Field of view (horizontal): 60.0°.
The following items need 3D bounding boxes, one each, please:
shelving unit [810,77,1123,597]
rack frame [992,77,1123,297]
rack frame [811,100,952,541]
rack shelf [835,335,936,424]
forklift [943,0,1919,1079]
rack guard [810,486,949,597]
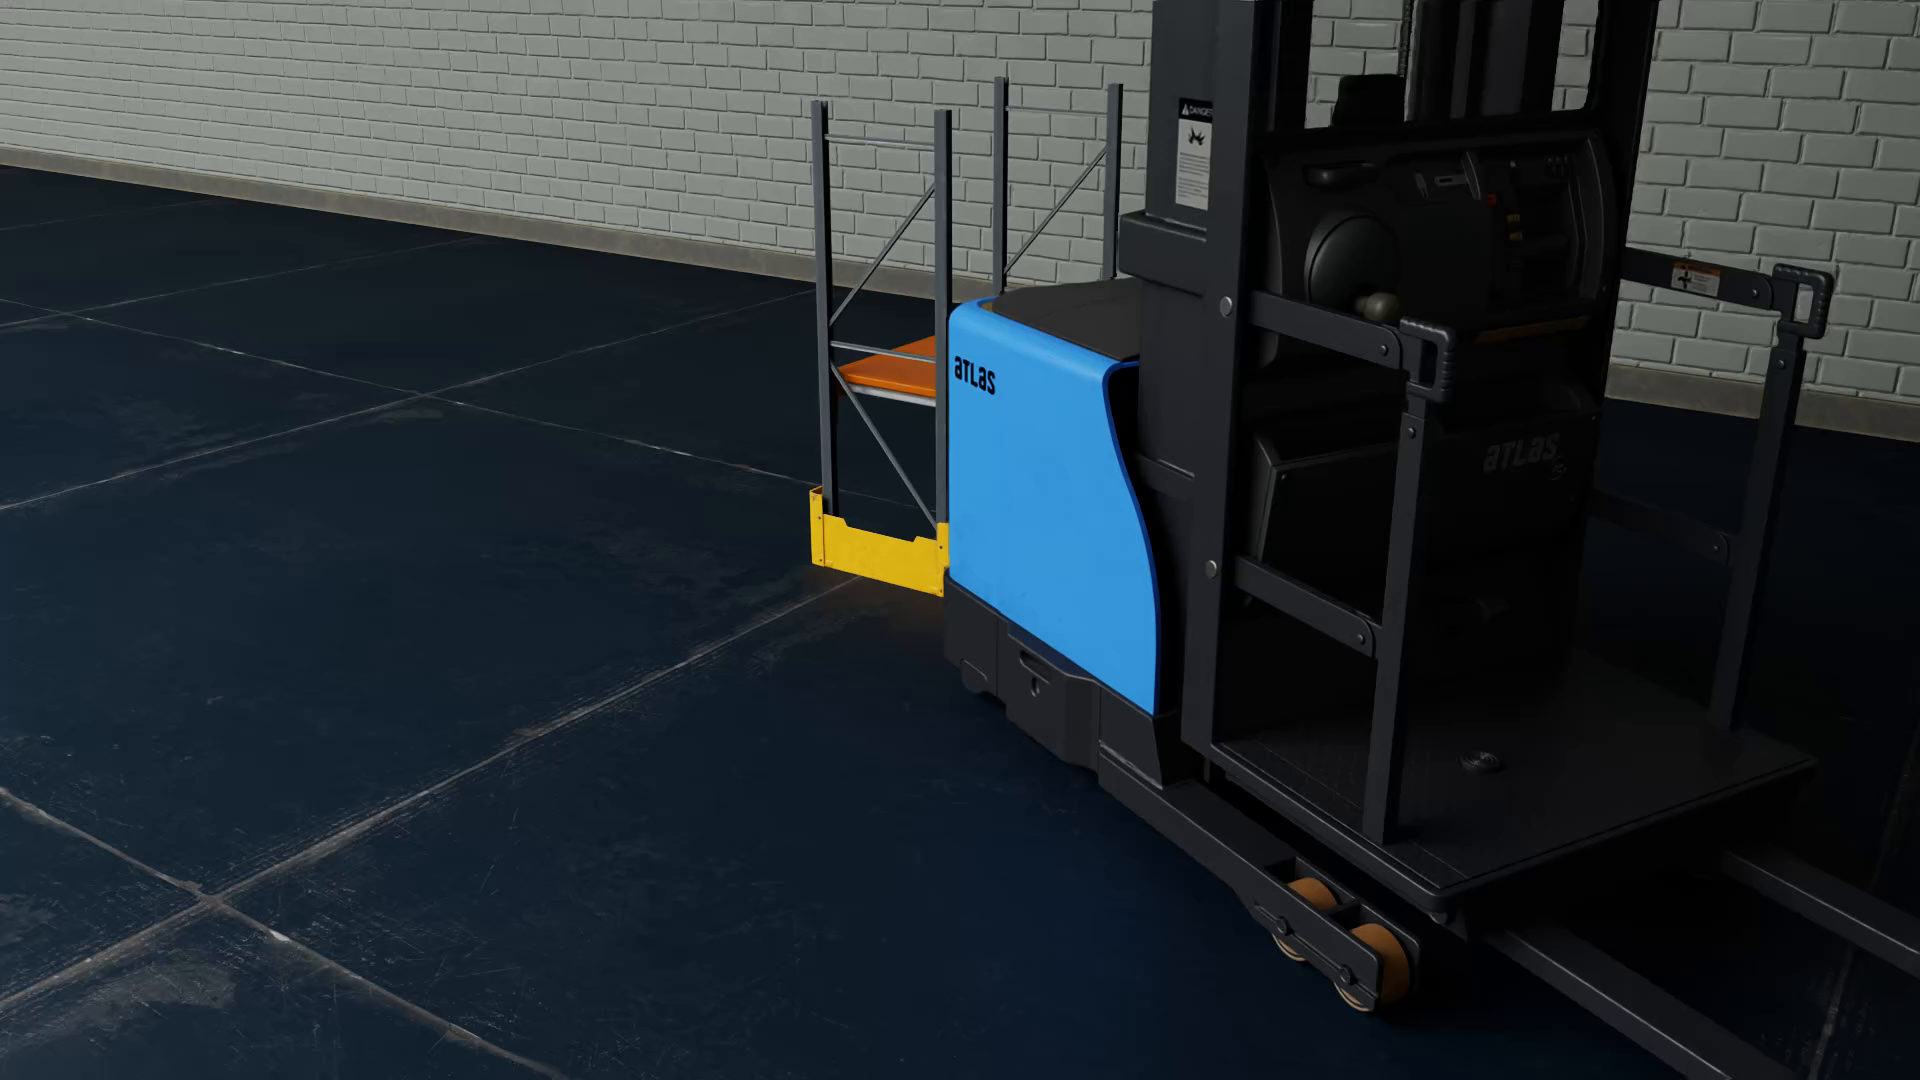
[{"bbox_3d":[0.043,-0.725,5.564,0.587,1.500,1.083,13,24,32],"label":"shelving unit"},{"bbox_3d":[0.334,-0.874,5.965,0.500,1.500,0.032,13,24,32],"label":"rack frame"},{"bbox_3d":[-0.238,-0.582,5.177,0.500,1.500,0.032,13,24,32],"label":"rack frame"},{"bbox_3d":[0.048,-0.559,5.633,0.538,0.185,1.000,13,24,32],"label":"rack shelf"},{"bbox_3d":[1.106,-0.630,3.244,1.130,2.935,3.031,-11,23,-27],"label":"forklift"},{"bbox_3d":[-0.237,0.004,5.394,0.587,0.250,0.087,13,24,32],"label":"rack guard"}]
